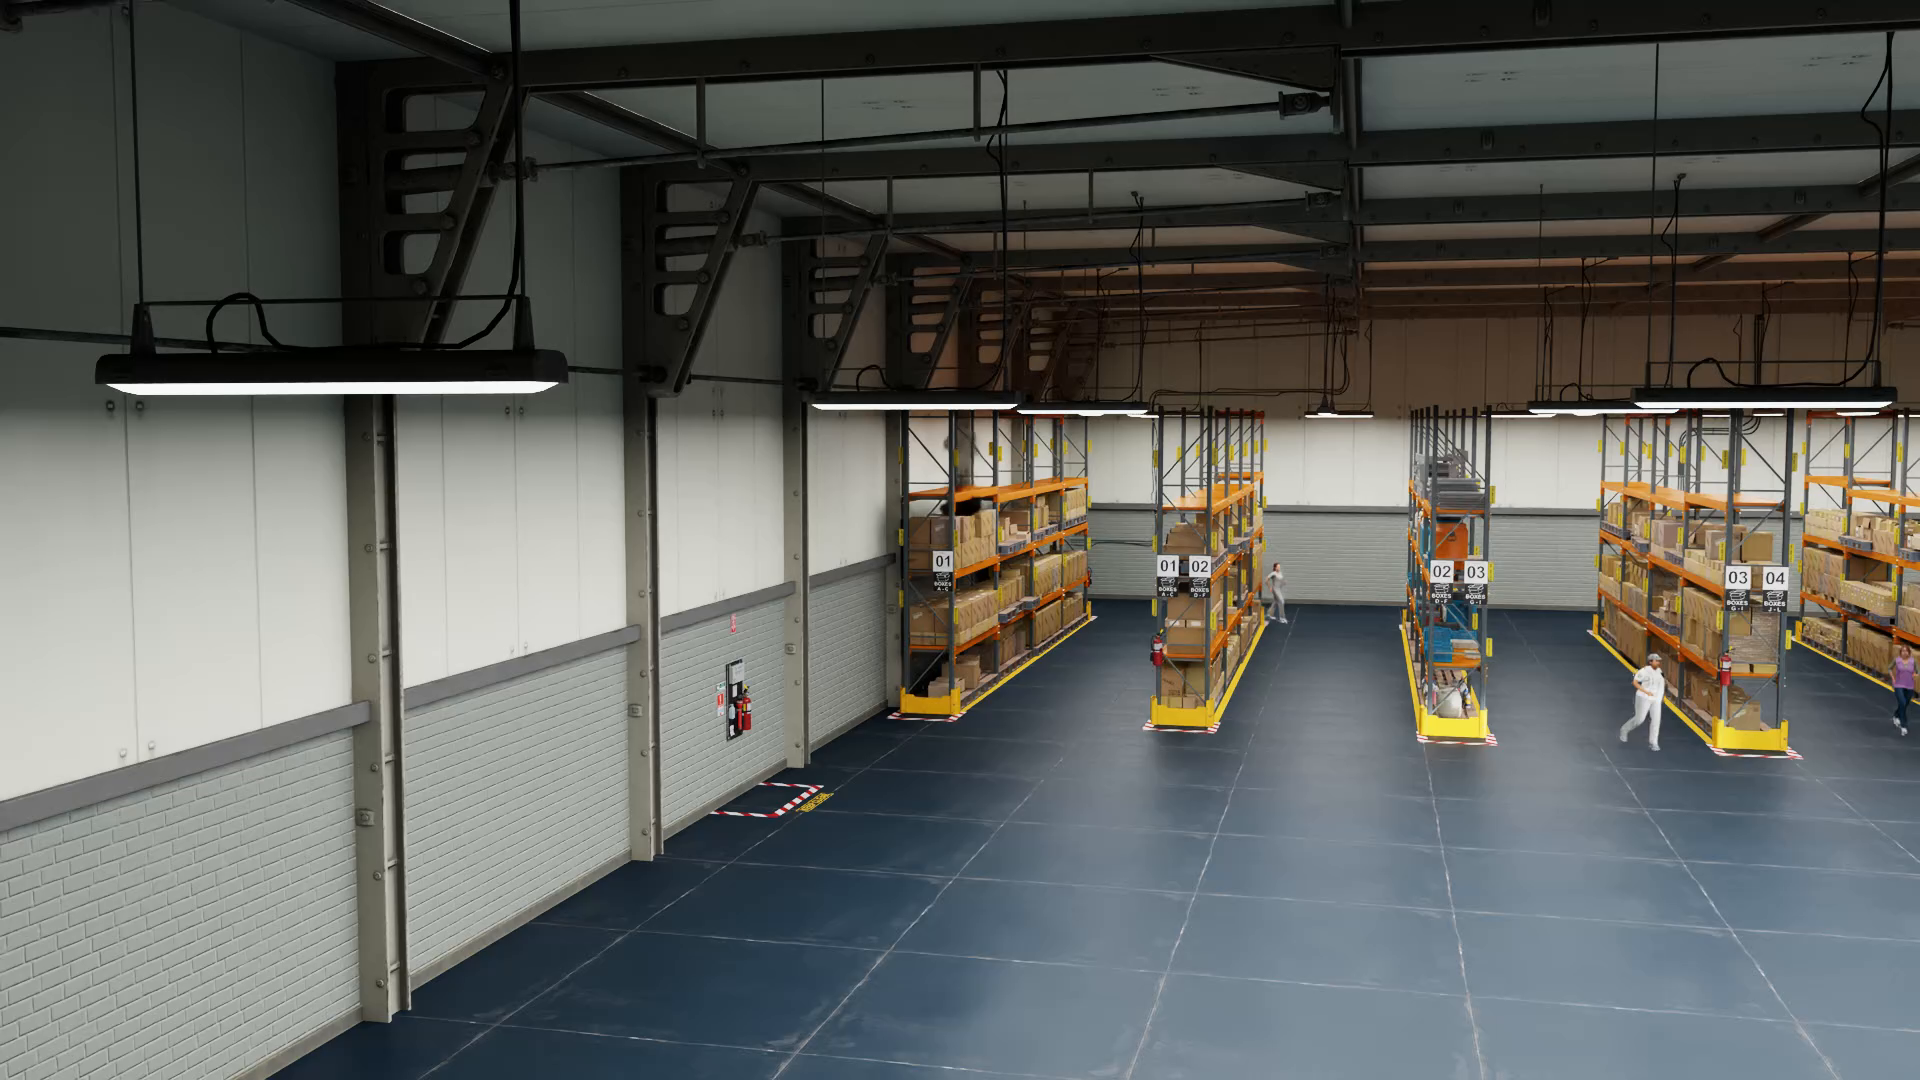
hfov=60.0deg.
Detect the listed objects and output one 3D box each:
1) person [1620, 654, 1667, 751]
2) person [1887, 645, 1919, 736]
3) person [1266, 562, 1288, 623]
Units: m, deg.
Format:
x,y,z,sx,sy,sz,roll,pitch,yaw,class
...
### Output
x,y,z,sx,sy,sz,roll,pitch,yaw,class
12.098,2.811,29.136,0.691,1.635,0.905,-1,4,-14,person
17.349,2.731,30.543,0.520,1.621,0.813,1,4,14,person
9.026,1.492,47.399,0.782,1.710,0.590,4,5,41,person
